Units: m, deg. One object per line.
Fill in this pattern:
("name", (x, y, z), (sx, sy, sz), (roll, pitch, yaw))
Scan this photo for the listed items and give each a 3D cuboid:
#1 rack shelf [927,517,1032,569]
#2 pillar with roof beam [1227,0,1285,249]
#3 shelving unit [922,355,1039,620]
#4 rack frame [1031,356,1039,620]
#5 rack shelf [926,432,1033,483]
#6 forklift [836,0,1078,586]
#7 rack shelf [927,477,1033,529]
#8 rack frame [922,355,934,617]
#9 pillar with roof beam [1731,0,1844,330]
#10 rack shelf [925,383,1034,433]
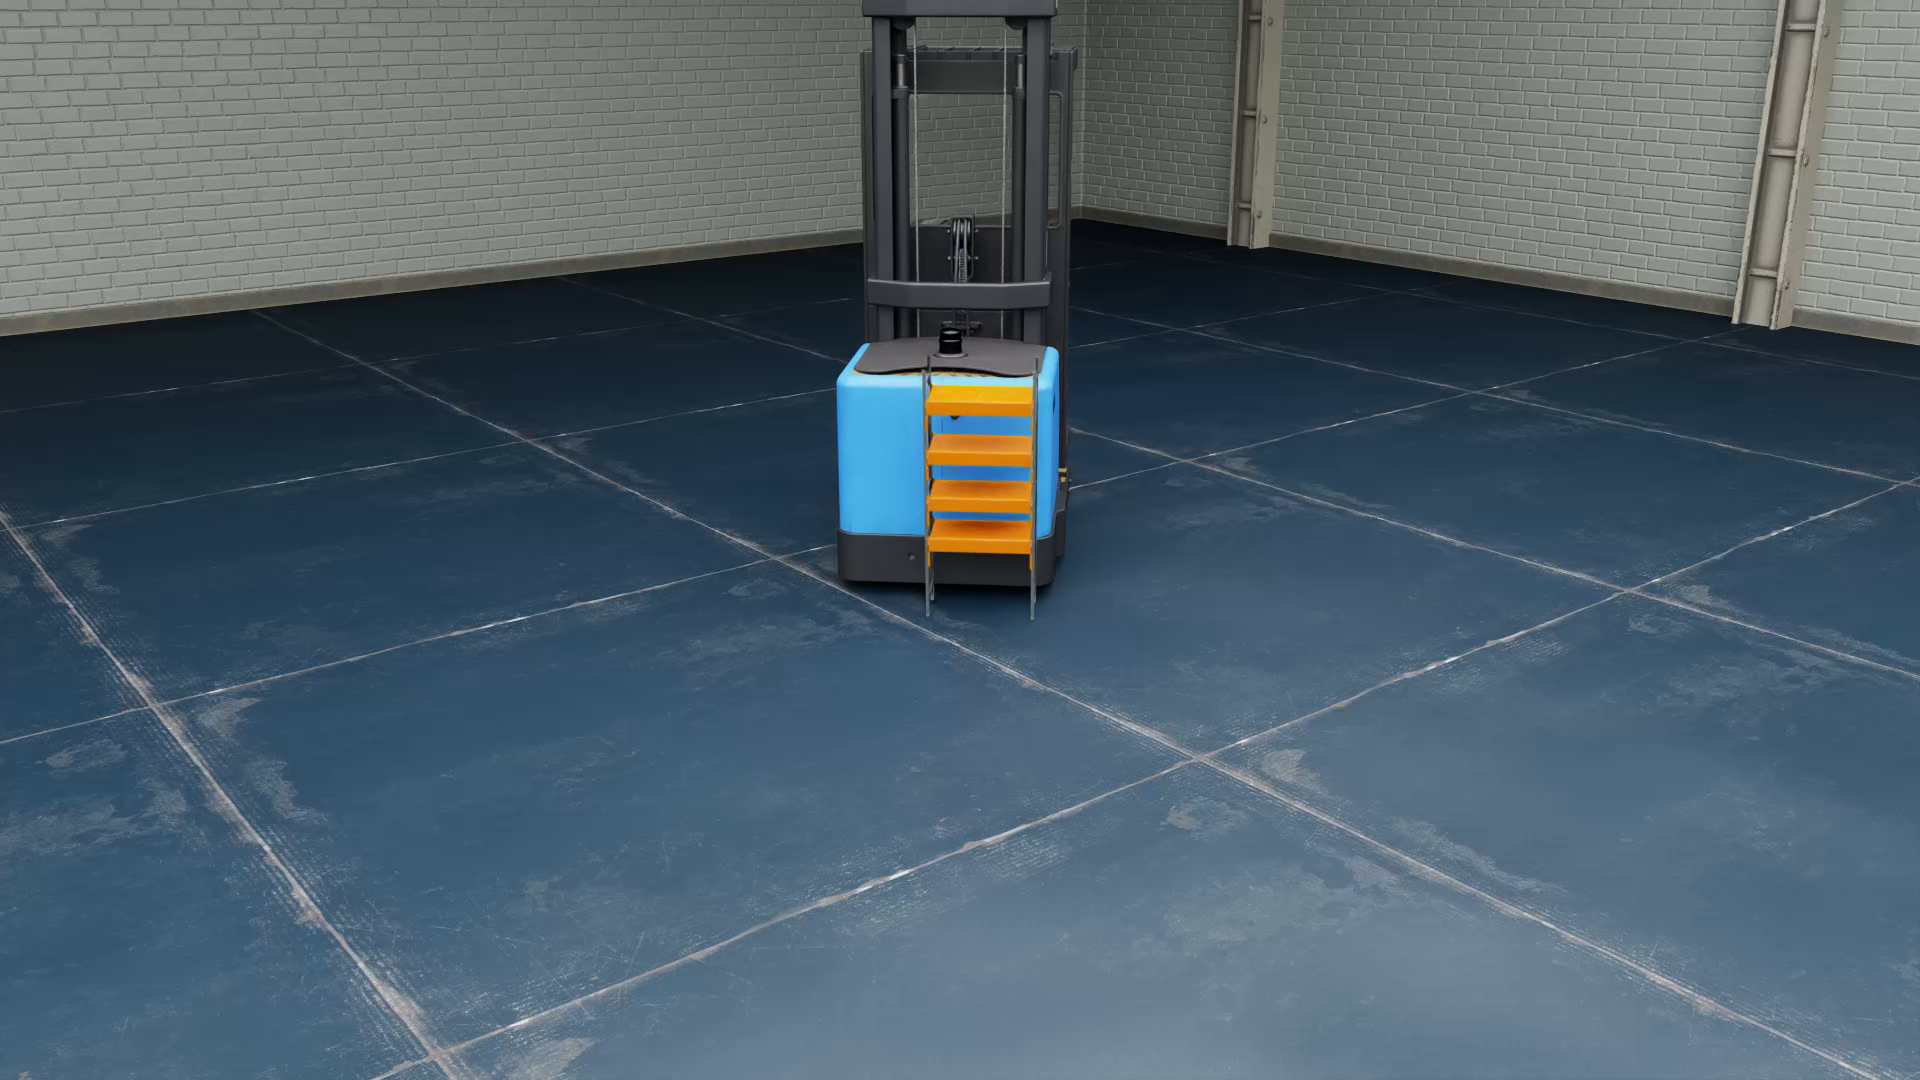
("rack shelf", (0.100, 0.012, 7.731), (0.480, 0.148, 0.258), (1, 23, 5))
("pillar with roof beam", (-0.072, -6.803, 15.091), (9.100, 9.000, 0.400), (-14, 23, -36))
("shelving unit", (0.098, -0.233, 7.628), (0.503, 1.200, 0.258), (1, 23, 5))
("rack frame", (0.341, -0.227, 7.609), (0.015, 1.200, 0.240), (1, 23, 5))
("rack shelf", (0.097, -0.377, 7.568), (0.480, 0.148, 0.258), (1, 23, 5))
("forklift", (0.058, -1.586, 8.990), (1.130, 2.935, 3.031), (2, 18, 5))
("rack shelf", (0.099, -0.171, 7.654), (0.480, 0.148, 0.258), (1, 23, 5))
("rack frame", (-0.145, -0.240, 7.648), (0.015, 1.200, 0.240), (1, 23, 5))
("pillar with roof beam", (3.653, -5.324, 10.626), (9.100, 9.000, 0.400), (-14, 23, -36))
("rack shelf", (0.095, -0.595, 7.476), (0.480, 0.148, 0.258), (1, 23, 5))
